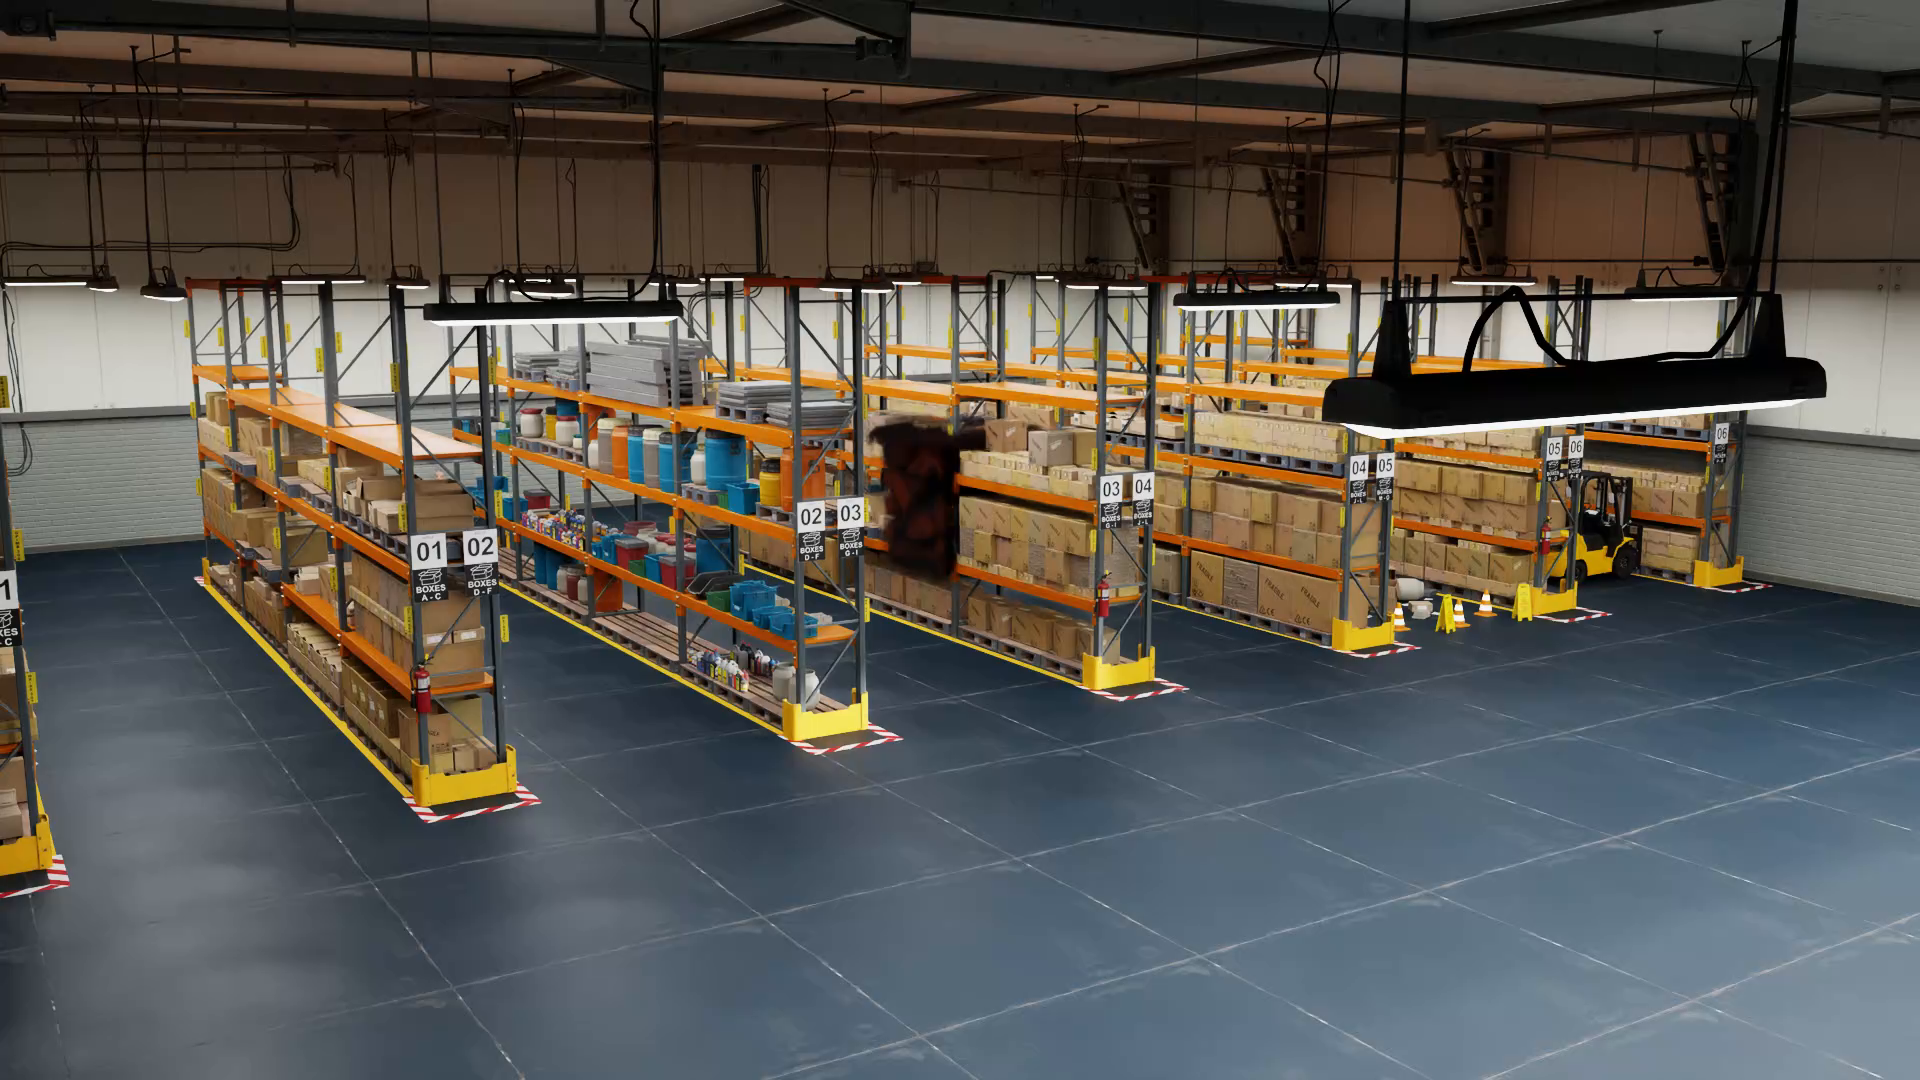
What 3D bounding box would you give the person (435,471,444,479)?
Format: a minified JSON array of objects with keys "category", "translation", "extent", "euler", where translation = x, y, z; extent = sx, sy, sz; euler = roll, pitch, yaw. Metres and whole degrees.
[{"category":"person","translation":[-11.416,-0.655,36.579],"extent":[0.601,1.762,0.957],"euler":[-1,10,-3]}]
